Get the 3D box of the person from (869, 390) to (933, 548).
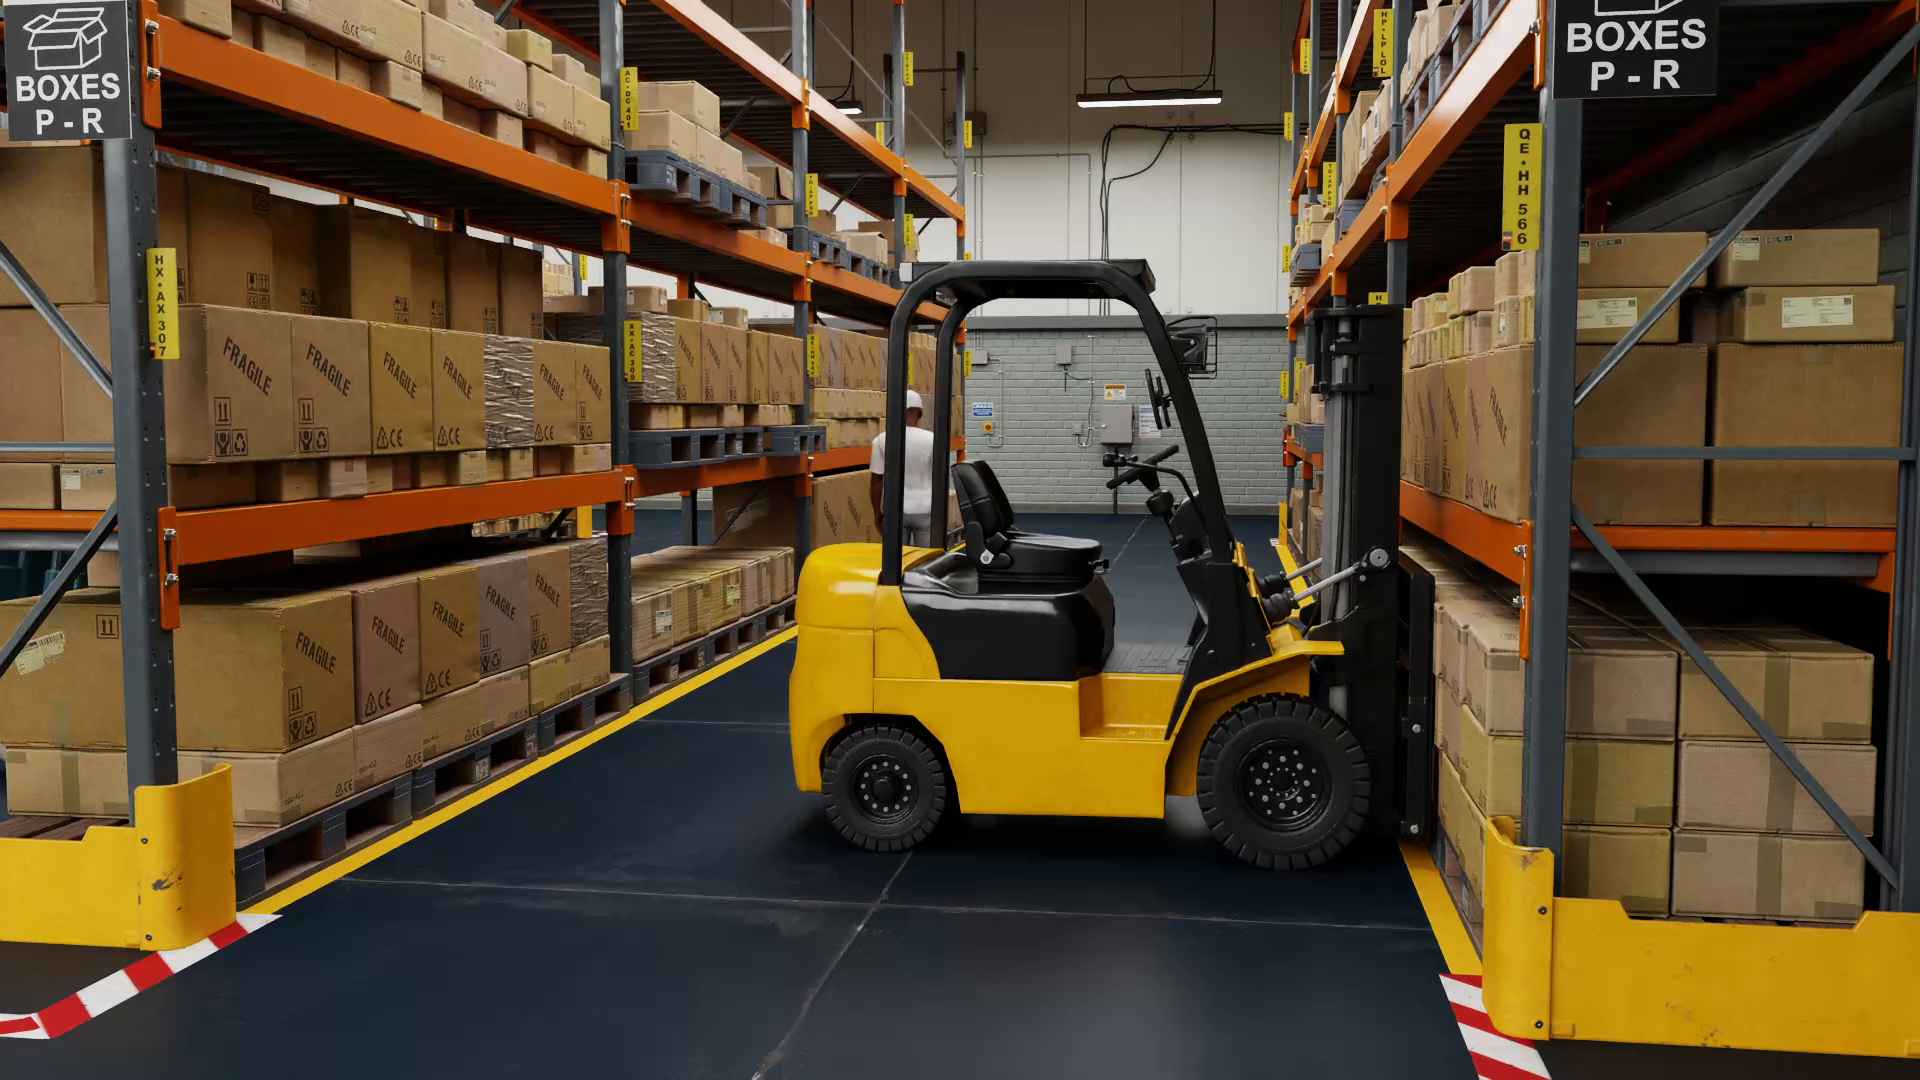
[{"bbox_3d":[-0.363,-0.188,11.925,0.565,1.763,0.363,1,4,8],"label":"person"}]
